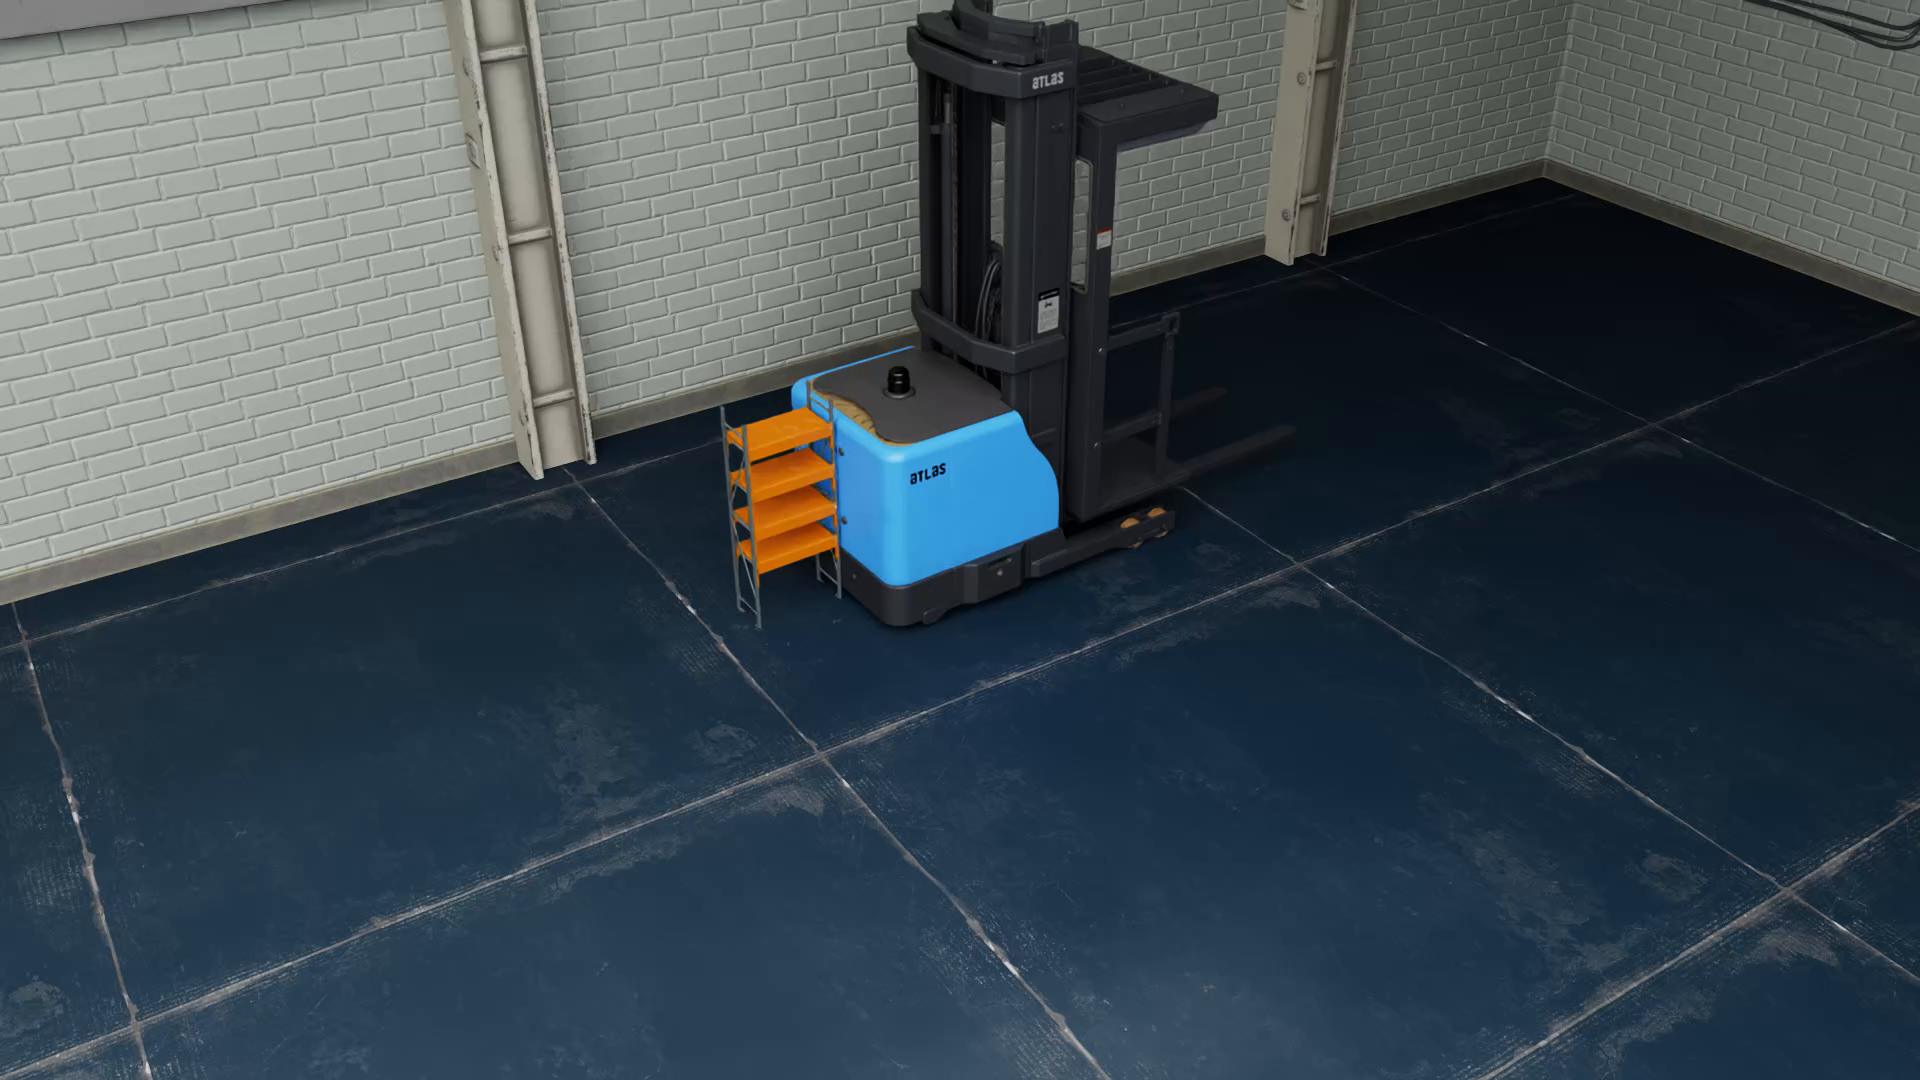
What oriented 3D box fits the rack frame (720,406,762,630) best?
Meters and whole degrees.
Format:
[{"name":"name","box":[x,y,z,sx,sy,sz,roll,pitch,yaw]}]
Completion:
[{"name":"rack frame","box":[-1.104,-0.096,8.399,0.015,1.200,0.240,-21,38,-29]}]

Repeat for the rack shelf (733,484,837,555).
[{"name":"rack shelf","box":[-0.904,-0.113,8.553,0.480,0.148,0.258,-21,38,-29]}]

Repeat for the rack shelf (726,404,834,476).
[{"name":"rack shelf","box":[-0.904,-0.503,8.307,0.480,0.148,0.258,-21,38,-29]}]

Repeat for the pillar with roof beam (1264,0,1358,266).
[{"name":"pillar with roof beam","box":[4.921,-4.095,7.428,0.400,9.000,9.100,-19,37,-27]}]

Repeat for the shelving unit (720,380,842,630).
[{"name":"shelving unit","box":[-0.904,-0.170,8.517,0.503,1.200,0.258,-21,38,-29]}]

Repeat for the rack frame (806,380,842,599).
[{"name":"rack frame","box":[-0.704,-0.245,8.636,0.015,1.200,0.240,-21,38,-29]}]

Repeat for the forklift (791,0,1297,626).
[{"name":"forklift","box":[0.602,-1.405,8.851,3.031,2.935,1.130,-21,38,-29]}]

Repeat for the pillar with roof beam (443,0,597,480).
[{"name":"pillar with roof beam","box":[-0.122,-2.360,4.679,0.400,9.000,9.100,-19,37,-27]}]

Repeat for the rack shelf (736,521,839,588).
[{"name":"rack shelf","box":[-0.904,0.054,8.659,0.480,0.148,0.258,-21,38,-29]}]

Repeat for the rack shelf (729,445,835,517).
[{"name":"rack shelf","box":[-0.904,-0.303,8.434,0.480,0.148,0.258,-21,38,-29]}]
